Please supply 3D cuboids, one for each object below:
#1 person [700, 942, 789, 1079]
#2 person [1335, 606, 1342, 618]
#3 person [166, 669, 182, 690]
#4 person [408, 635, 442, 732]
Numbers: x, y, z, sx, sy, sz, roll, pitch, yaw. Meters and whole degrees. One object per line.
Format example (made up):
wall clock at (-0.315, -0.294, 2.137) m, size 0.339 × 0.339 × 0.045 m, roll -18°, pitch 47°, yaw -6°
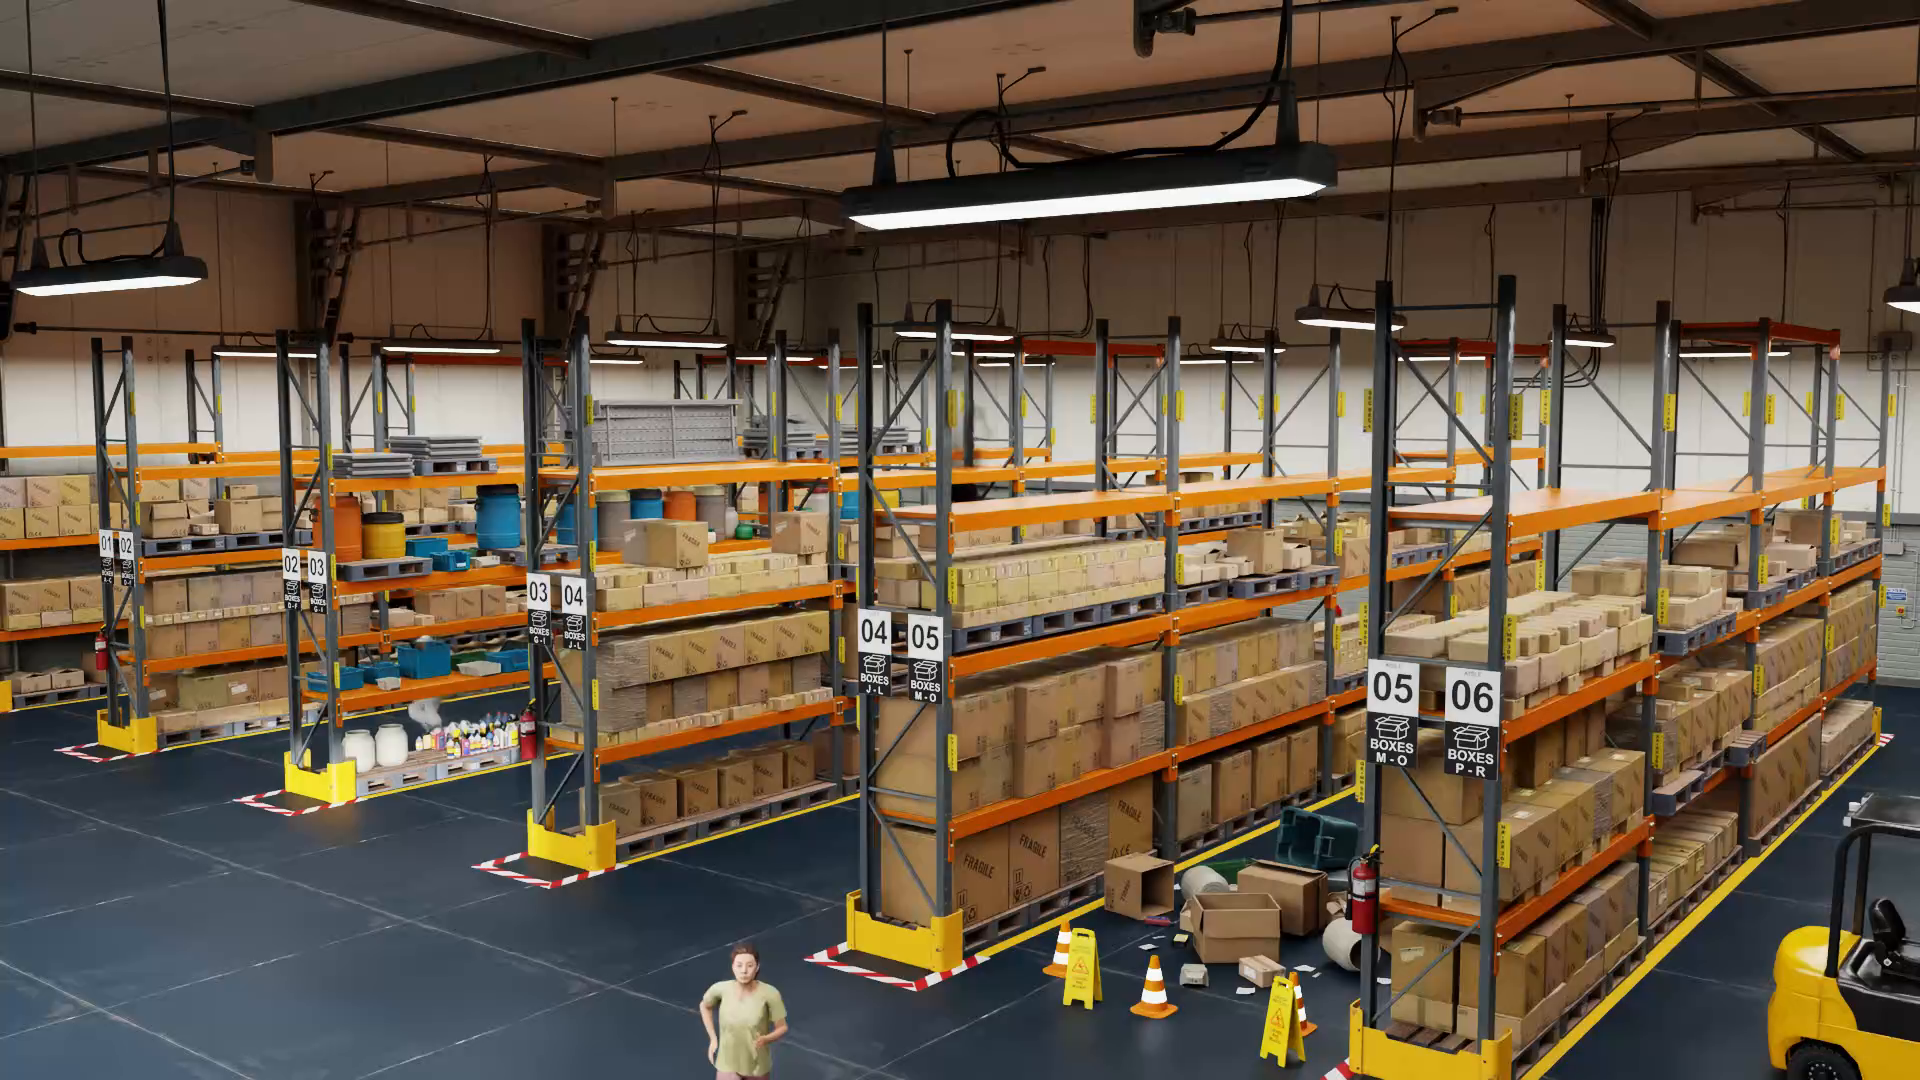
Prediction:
person at (-1.376, 3.414, 10.636) m, size 0.558 × 1.723 × 0.732 m, roll -1°, pitch 5°, yaw -8°
person at (5.978, 1.929, 26.591) m, size 0.659 × 1.771 × 1.004 m, roll 4°, pitch 6°, yaw 37°
person at (-12.696, 1.950, 26.872) m, size 0.617 × 1.667 × 0.957 m, roll 2°, pitch 5°, yaw 21°
person at (-7.882, 2.214, 24.532) m, size 0.588 × 1.633 × 0.574 m, roll 4°, pitch 7°, yaw 41°
